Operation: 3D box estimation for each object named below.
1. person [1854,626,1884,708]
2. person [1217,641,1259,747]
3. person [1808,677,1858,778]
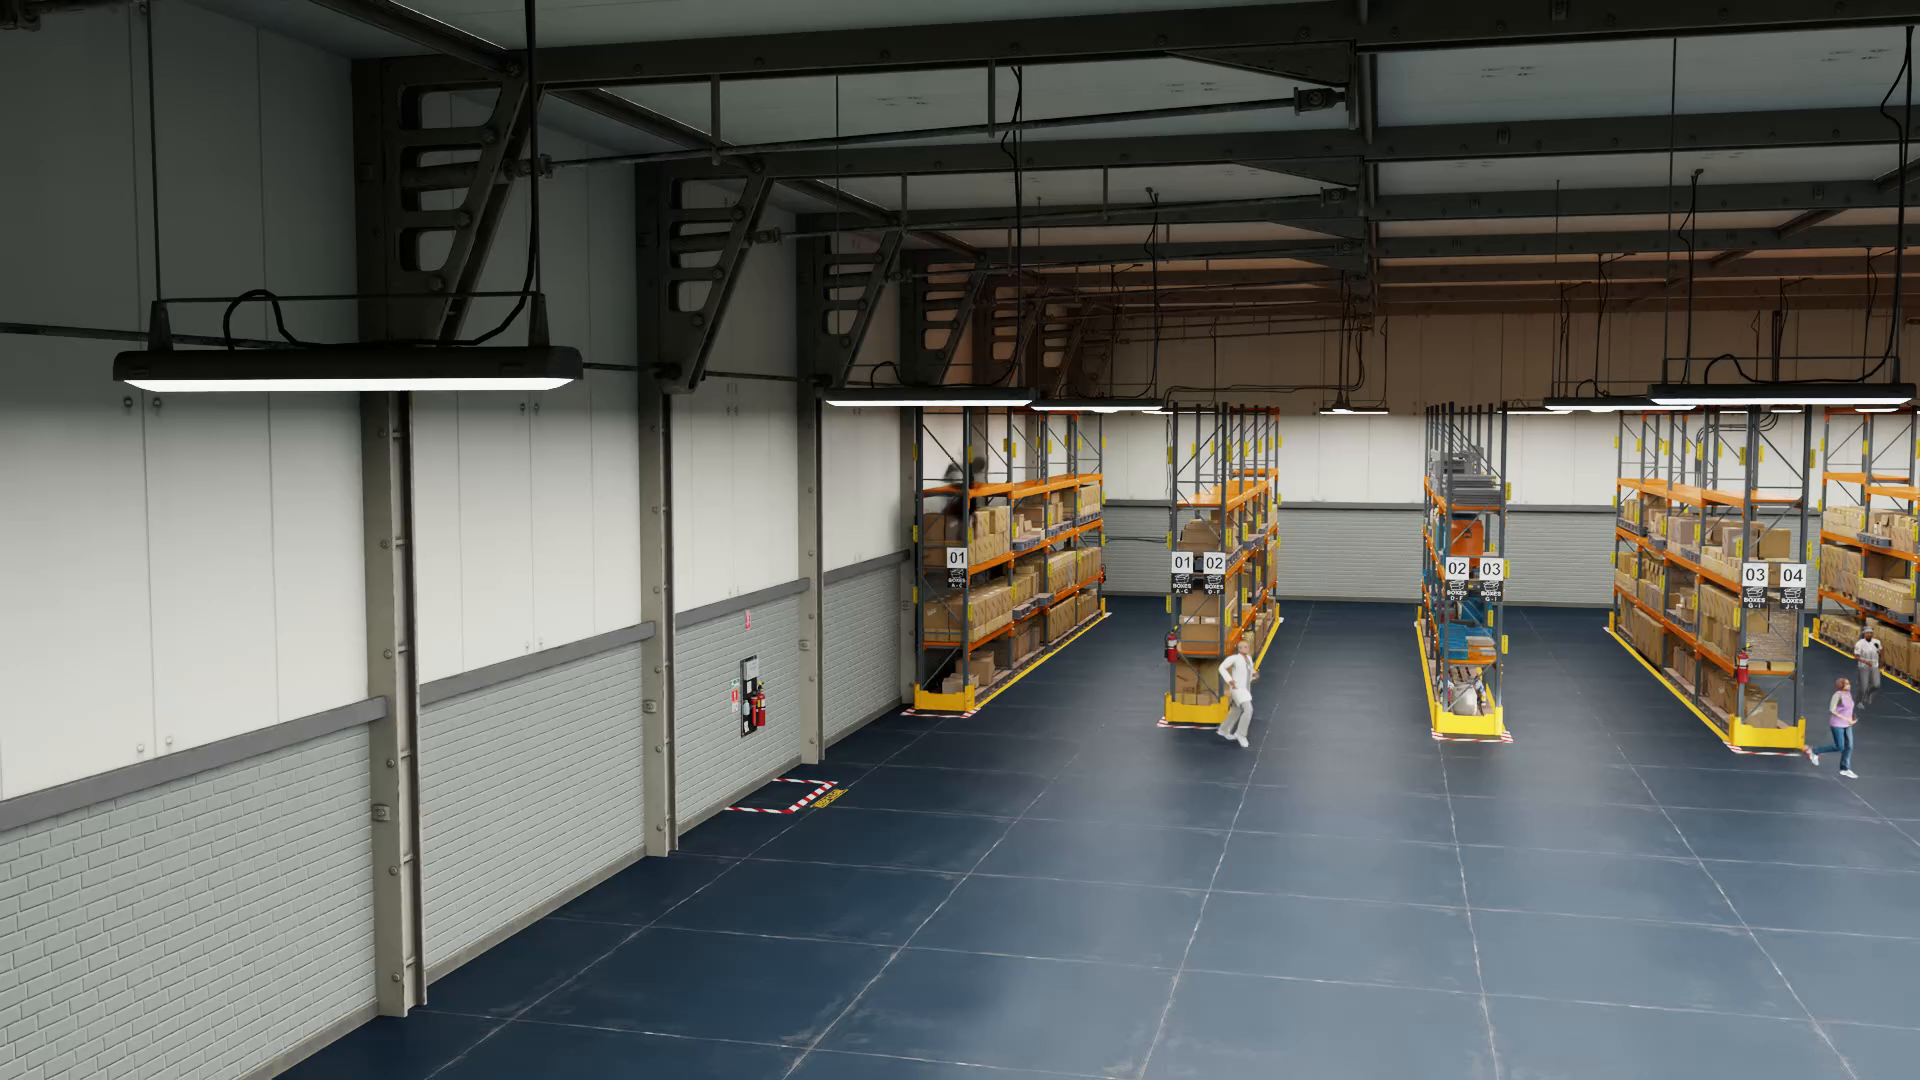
[{"bbox_3d":[17.778,2.497,32.475,0.600,1.656,0.654,1,4,12],"label":"person"},{"bbox_3d":[4.899,2.684,29.206,0.774,1.840,0.718,4,6,42],"label":"person"},{"bbox_3d":[14.063,2.985,26.669,0.545,1.582,0.741,-3,5,-35],"label":"person"}]
